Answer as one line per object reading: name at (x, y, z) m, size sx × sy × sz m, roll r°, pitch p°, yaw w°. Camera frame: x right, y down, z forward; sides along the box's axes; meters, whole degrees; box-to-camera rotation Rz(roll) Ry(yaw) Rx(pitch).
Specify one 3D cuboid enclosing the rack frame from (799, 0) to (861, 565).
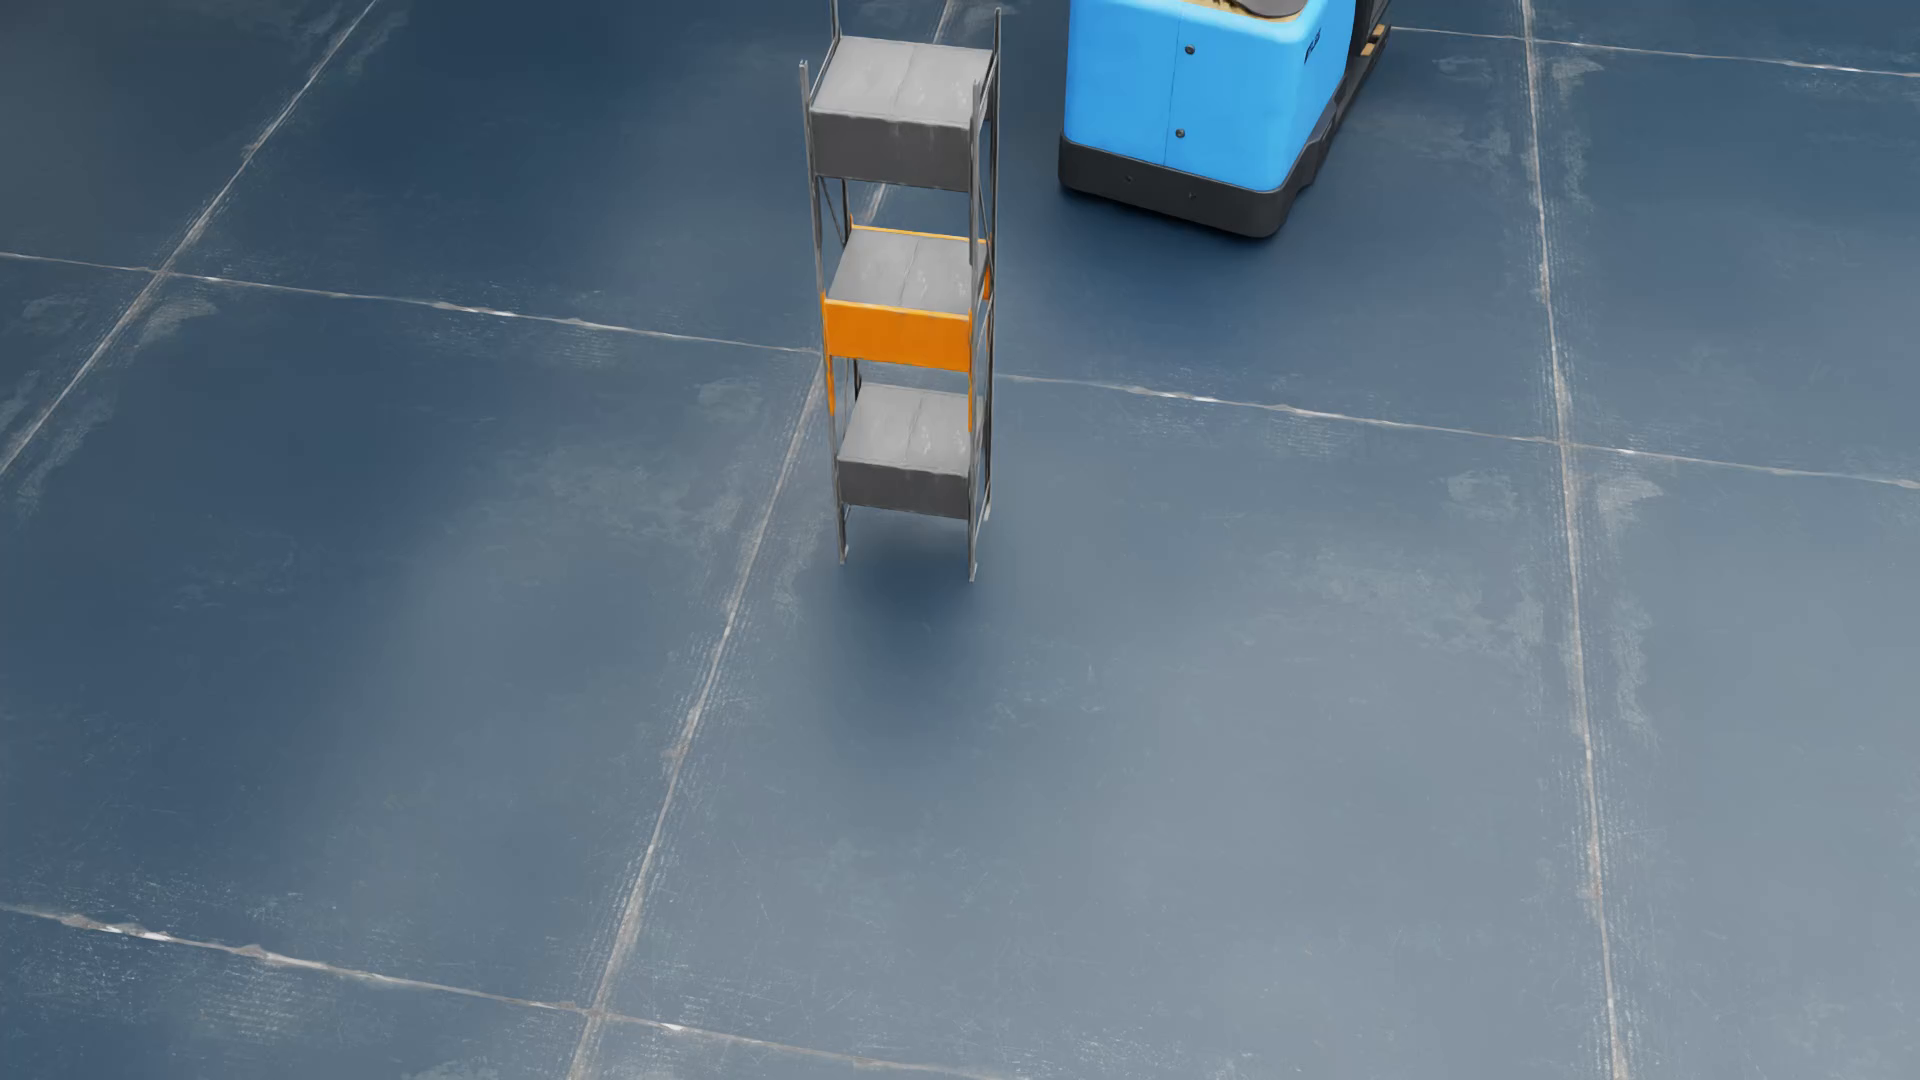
rack frame at (-0.403, -0.756, 5.518) m, size 0.015 × 2.100 × 0.400 m, roll 8°, pitch 49°, yaw 7°

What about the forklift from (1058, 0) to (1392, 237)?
forklift at (1.530, -3.429, 7.360) m, size 1.130 × 2.935 × 3.031 m, roll 19°, pitch 51°, yaw 16°

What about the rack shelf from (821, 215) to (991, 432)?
rack shelf at (-0.163, -0.715, 5.499) m, size 0.480 × 0.518 × 0.431 m, roll 8°, pitch 49°, yaw 7°

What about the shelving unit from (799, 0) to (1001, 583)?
shelving unit at (-0.163, -0.724, 5.489) m, size 0.503 × 2.100 × 0.431 m, roll 8°, pitch 49°, yaw 7°

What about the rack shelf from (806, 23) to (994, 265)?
rack shelf at (-0.163, -1.182, 4.978) m, size 0.480 × 0.518 × 0.431 m, roll 8°, pitch 49°, yaw 7°

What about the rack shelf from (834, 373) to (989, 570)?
rack shelf at (-0.163, -0.247, 6.019) m, size 0.480 × 0.518 × 0.431 m, roll 8°, pitch 49°, yaw 7°

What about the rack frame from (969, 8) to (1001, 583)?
rack frame at (0.077, -0.691, 5.460) m, size 0.015 × 2.100 × 0.400 m, roll 8°, pitch 49°, yaw 7°
